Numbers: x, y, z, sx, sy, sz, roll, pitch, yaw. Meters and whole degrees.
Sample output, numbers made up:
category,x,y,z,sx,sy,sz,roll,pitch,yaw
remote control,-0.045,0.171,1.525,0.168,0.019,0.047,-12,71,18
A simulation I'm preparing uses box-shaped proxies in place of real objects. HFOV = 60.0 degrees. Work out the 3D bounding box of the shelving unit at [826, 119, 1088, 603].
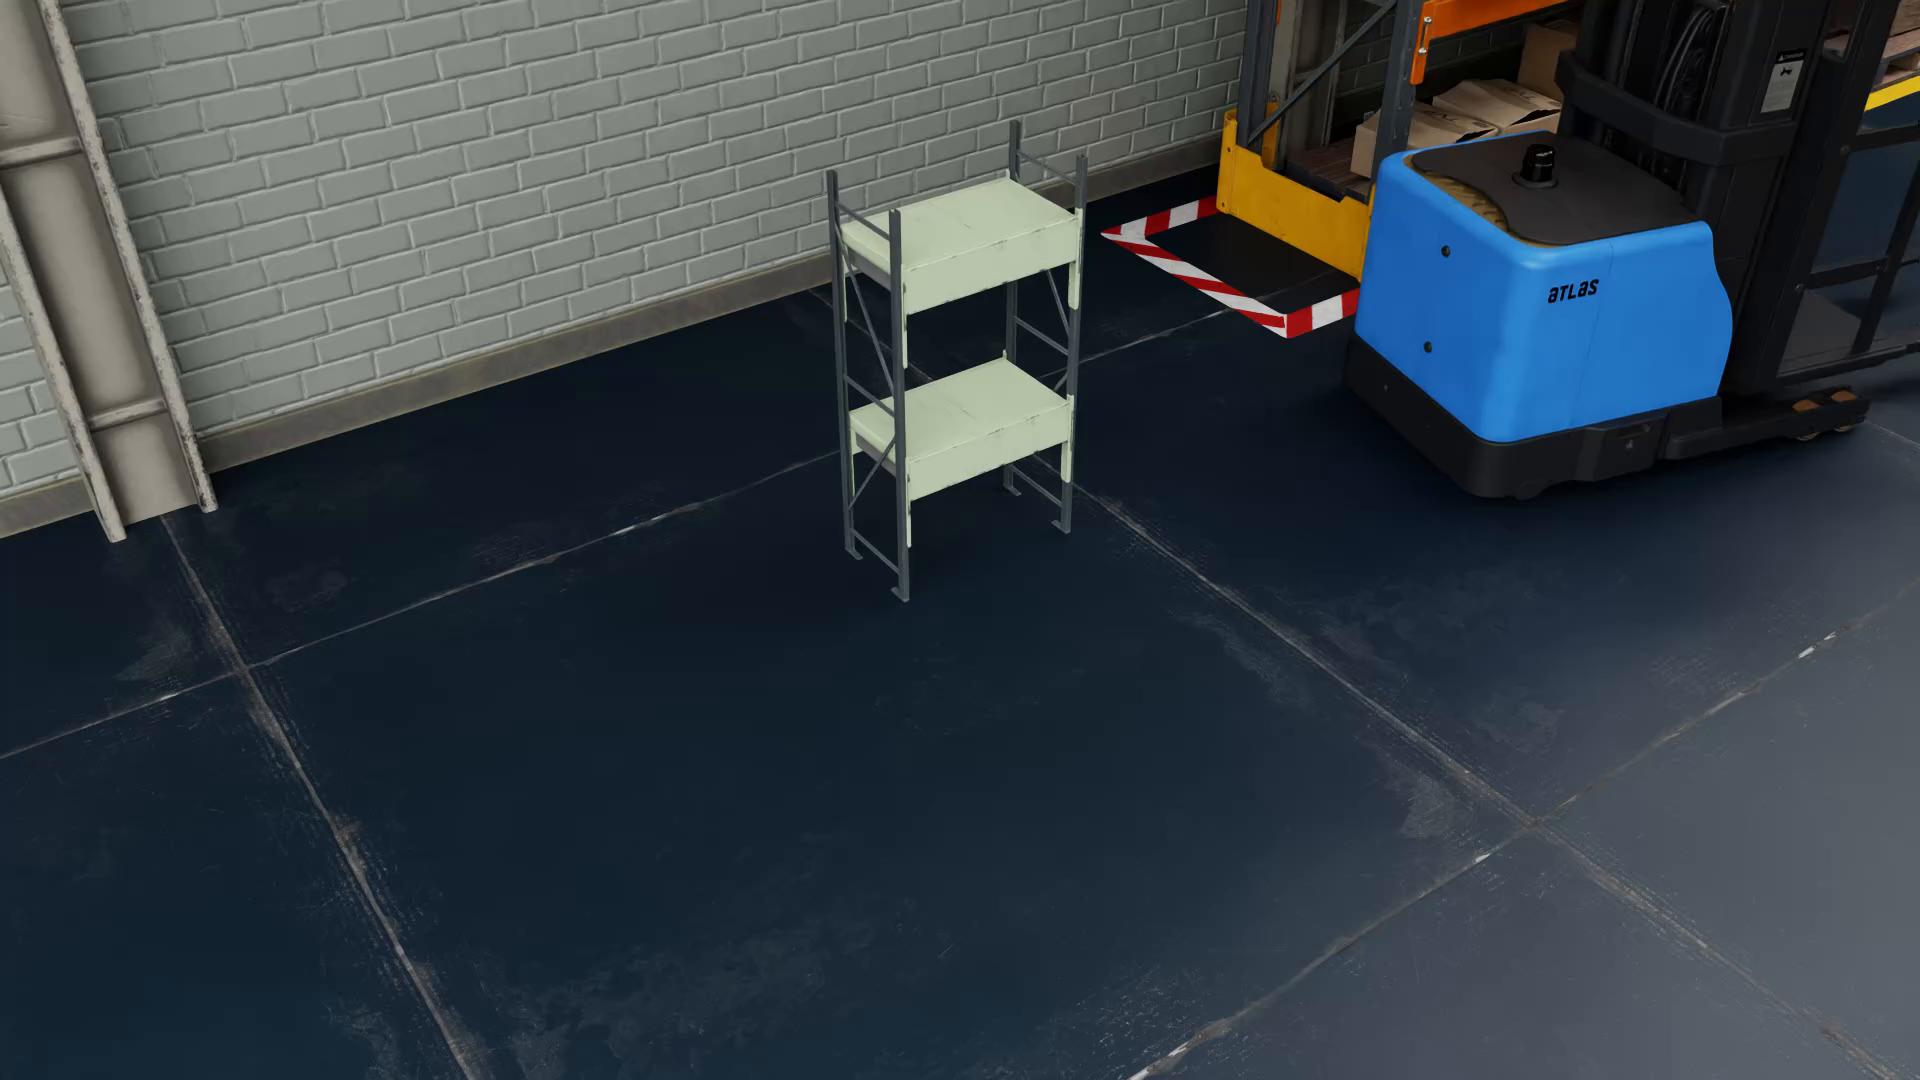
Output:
category,x,y,z,sx,sy,sz,roll,pitch,yaw
shelving unit,-0.005,-0.607,5.809,0.755,1.500,0.431,-22,41,-28

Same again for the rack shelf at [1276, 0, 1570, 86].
category,x,y,z,sx,sy,sz,roll,pitch,yaw
rack shelf,3.356,-3.097,8.603,4.000,0.370,1.077,-22,41,-28

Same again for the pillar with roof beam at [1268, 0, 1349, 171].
category,x,y,z,sx,sy,sz,roll,pitch,yaw
pillar with roof beam,4.276,-3.745,3.750,0.400,9.000,9.100,-22,41,-28

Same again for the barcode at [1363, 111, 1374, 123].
category,x,y,z,sx,sy,sz,roll,pitch,yaw
barcode,2.123,-2.194,8.649,0.075,0.075,0.001,-22,41,-28

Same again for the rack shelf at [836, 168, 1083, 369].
category,x,y,z,sx,sy,sz,roll,pitch,yaw
rack shelf,-0.005,-0.923,5.581,0.720,0.370,0.431,-22,41,-28

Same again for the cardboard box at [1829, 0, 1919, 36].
category,x,y,z,sx,sy,sz,roll,pitch,yaw
cardboard box,5.583,-3.481,10.285,0.500,0.500,0.700,-21,41,-26

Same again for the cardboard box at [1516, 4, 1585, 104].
category,x,y,z,sx,sy,sz,roll,pitch,yaw
cardboard box,3.434,-2.484,8.899,0.500,0.500,0.700,-25,43,-31

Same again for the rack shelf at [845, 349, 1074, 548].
category,x,y,z,sx,sy,sz,roll,pitch,yaw
rack shelf,-0.005,-0.342,5.999,0.720,0.370,0.431,-22,41,-28

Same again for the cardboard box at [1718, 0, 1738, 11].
category,x,y,z,sx,sy,sz,roll,pitch,yaw
cardboard box,4.166,-2.857,9.418,0.500,0.500,0.500,-26,43,-31

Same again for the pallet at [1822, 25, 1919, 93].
category,x,y,z,sx,sy,sz,roll,pitch,yaw
pallet,5.627,-3.192,10.507,1.213,0.211,1.003,-22,41,-28

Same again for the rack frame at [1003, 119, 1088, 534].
category,x,y,z,sx,sy,sz,roll,pitch,yaw
rack frame,0.294,-0.730,5.980,0.023,1.500,0.400,-22,41,-28

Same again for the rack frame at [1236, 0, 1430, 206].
category,x,y,z,sx,sy,sz,roll,pitch,yaw
rack frame,1.722,-2.716,7.458,0.127,3.000,1.000,-22,41,-28

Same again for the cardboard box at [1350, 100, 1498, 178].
category,x,y,z,sx,sy,sz,roll,pitch,yaw
cardboard box,2.339,-1.993,8.378,0.500,0.311,0.500,-28,44,-33

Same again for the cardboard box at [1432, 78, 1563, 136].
category,x,y,z,sx,sy,sz,roll,pitch,yaw
cardboard box,2.805,-2.185,8.645,0.500,0.311,0.500,-19,40,-24

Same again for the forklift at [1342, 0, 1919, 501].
category,x,y,z,sx,sy,sz,roll,pitch,yaw
forklift,3.198,-1.873,6.344,3.031,2.935,1.130,-12,38,-17

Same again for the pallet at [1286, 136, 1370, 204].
category,x,y,z,sx,sy,sz,roll,pitch,yaw
pallet,2.468,-1.866,8.664,1.213,0.211,1.003,-22,41,-28

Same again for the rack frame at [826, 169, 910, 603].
category,x,y,z,sx,sy,sz,roll,pitch,yaw
rack frame,-0.305,-0.484,5.638,0.023,1.500,0.400,-22,41,-28

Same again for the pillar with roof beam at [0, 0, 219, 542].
category,x,y,z,sx,sy,sz,roll,pitch,yaw
pillar with roof beam,-0.629,-1.727,0.944,0.400,9.000,9.100,-22,41,-28

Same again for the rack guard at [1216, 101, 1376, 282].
category,x,y,z,sx,sy,sz,roll,pitch,yaw
rack guard,1.784,-1.727,8.223,0.348,0.500,1.175,-22,41,-28
